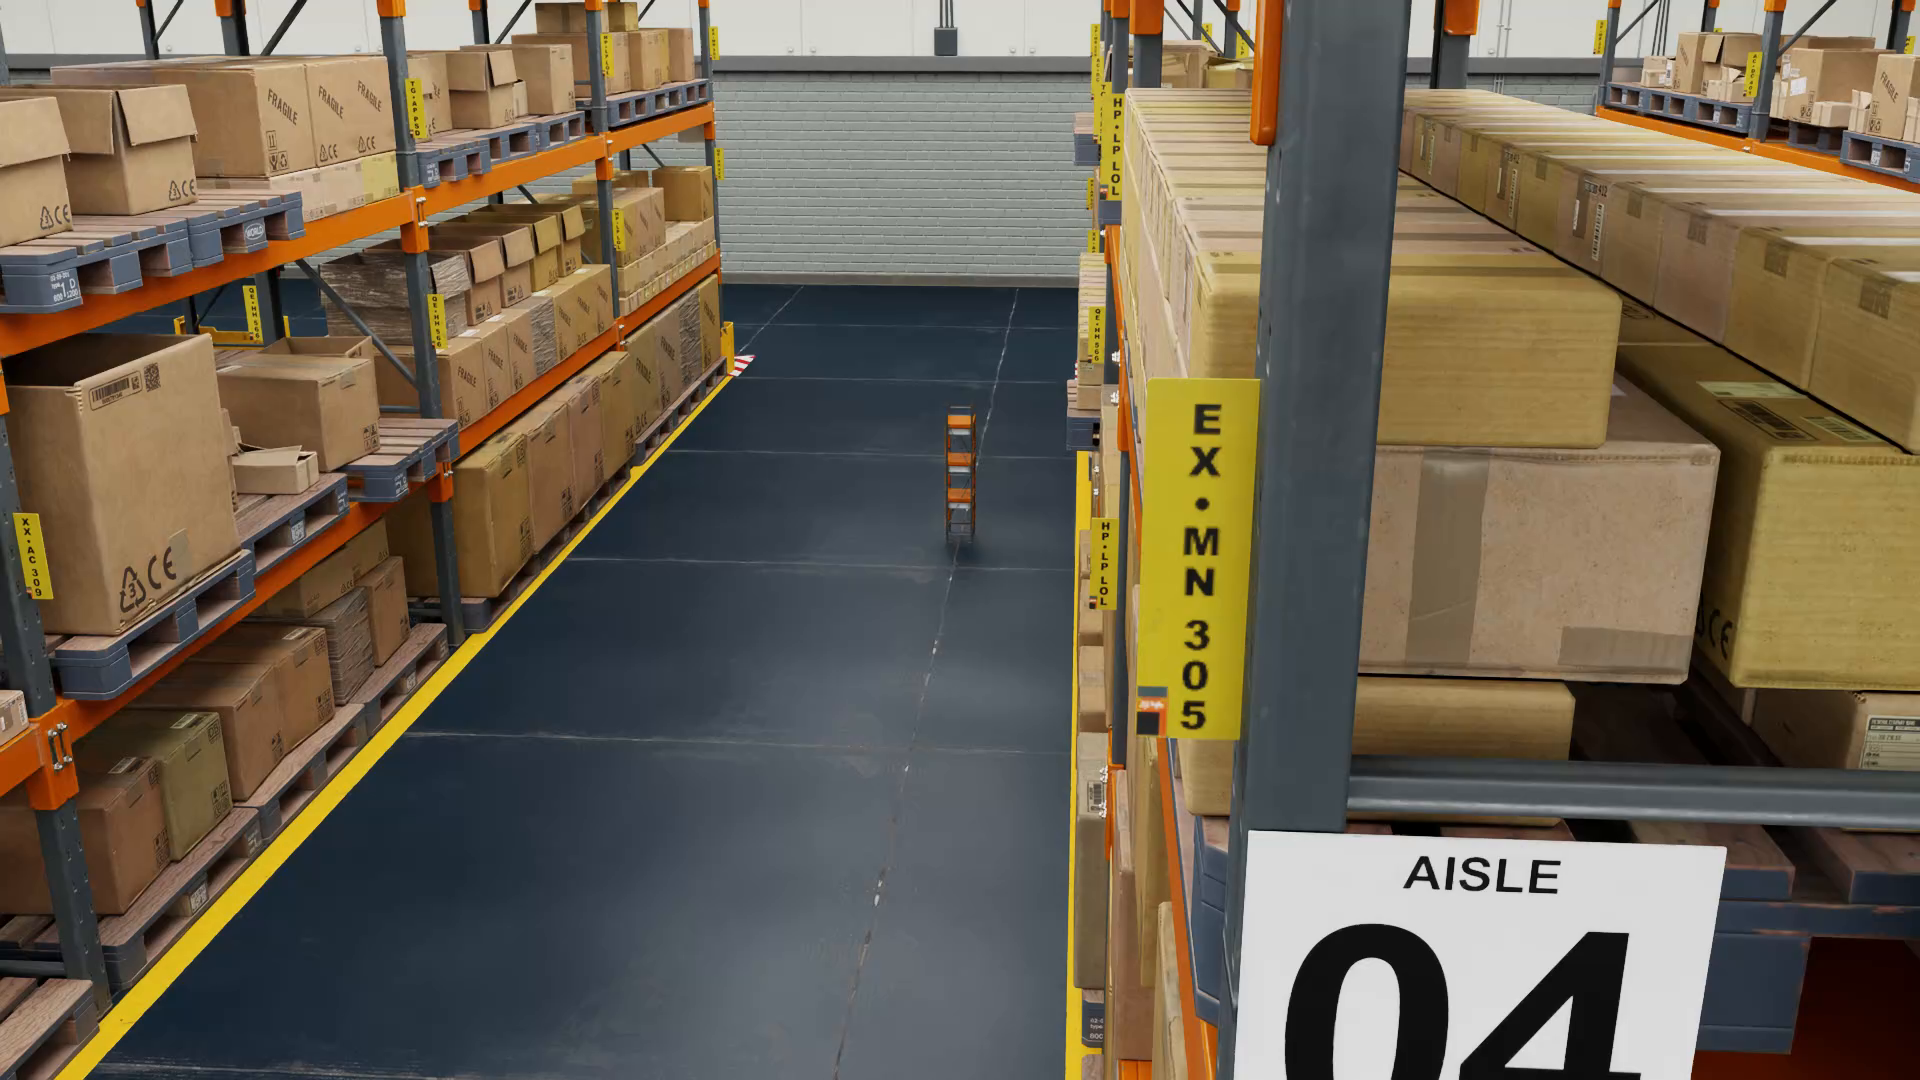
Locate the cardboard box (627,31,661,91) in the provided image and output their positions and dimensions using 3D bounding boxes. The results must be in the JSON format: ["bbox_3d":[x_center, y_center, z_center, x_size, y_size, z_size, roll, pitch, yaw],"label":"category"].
[{"bbox_3d":[-3.116,-4.313,14.957,0.700,0.500,0.500,2,18,6],"label":"cardboard box"}]

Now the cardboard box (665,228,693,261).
[{"bbox_3d":[-2.890,-2.863,16.107,0.500,0.250,0.500,1,18,2],"label":"cardboard box"}]

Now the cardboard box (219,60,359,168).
[{"bbox_3d":[-3.431,-2.178,8.472,0.500,0.500,0.500,1,18,4],"label":"cardboard box"}]

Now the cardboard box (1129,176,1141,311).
[{"bbox_3d":[0.648,-0.680,3.791,0.500,0.250,0.500,1,18,3],"label":"cardboard box"}]

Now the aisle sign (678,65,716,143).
[{"bbox_3d":[-2.743,-4.516,17.214,0.394,0.787,0.004,1,18,4],"label":"aisle sign"}]

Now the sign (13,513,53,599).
[{"bbox_3d":[-3.366,0.060,6.032,0.100,0.325,0.005,1,18,4],"label":"sign"}]

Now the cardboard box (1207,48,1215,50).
[{"bbox_3d":[1.947,-3.990,13.762,0.380,0.149,0.250,1,18,2],"label":"cardboard box"}]

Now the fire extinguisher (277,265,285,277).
[{"bbox_3d":[-7.523,-3.199,18.090,0.296,0.674,0.183,1,18,4],"label":"fire extinguisher"}]

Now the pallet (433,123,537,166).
[{"bbox_3d":[-3.550,-2.665,11.225,1.003,0.211,1.213,2,18,6],"label":"pallet"}]

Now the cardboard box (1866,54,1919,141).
[{"bbox_3d":[6.101,-2.786,10.455,0.500,0.500,0.500,1,18,4],"label":"cardboard box"}]

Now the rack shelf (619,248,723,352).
[{"bbox_3d":[-3.190,-2.302,15.787,1.077,0.370,4.000,1,18,4],"label":"rack shelf"}]

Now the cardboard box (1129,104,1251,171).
[{"bbox_3d":[0.614,-0.986,4.086,0.380,0.149,0.250,1,18,3],"label":"cardboard box"}]

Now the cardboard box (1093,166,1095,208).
[{"bbox_3d":[1.506,-3.336,15.542,0.500,0.500,0.500,1,18,3],"label":"cardboard box"}]

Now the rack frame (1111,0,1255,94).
[{"bbox_3d":[1.319,-3.489,8.620,1.000,3.000,0.127,1,18,4],"label":"rack frame"}]

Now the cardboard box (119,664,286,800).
[{"bbox_3d":[-3.749,0.929,8.079,0.700,0.500,0.500,0,18,-1],"label":"cardboard box"}]

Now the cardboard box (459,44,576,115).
[{"bbox_3d":[-3.365,-3.515,12.681,0.700,0.500,0.500,2,18,5],"label":"cardboard box"}]

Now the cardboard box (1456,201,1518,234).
[{"bbox_3d":[1.144,-0.511,3.276,0.500,0.250,0.500,1,18,4],"label":"cardboard box"}]

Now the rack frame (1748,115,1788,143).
[{"bbox_3d":[6.551,-1.802,13.104,1.000,3.000,0.127,1,18,4],"label":"rack frame"}]

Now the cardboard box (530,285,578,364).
[{"bbox_3d":[-3.168,-1.603,12.338,0.500,0.500,0.500,1,18,3],"label":"cardboard box"}]

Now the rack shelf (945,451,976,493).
[{"bbox_3d":[0.004,-0.505,12.314,0.215,0.259,0.240,1,18,4],"label":"rack shelf"}]

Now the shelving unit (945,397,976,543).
[{"bbox_3d":[0.004,-0.516,12.310,0.215,1.050,0.252,1,18,4],"label":"shelving unit"}]

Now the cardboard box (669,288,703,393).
[{"bbox_3d":[-3.078,-1.972,16.362,0.875,0.875,0.875,1,18,4],"label":"cardboard box"}]

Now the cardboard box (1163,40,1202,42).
[{"bbox_3d":[2.162,-4.795,16.218,0.380,0.149,0.250,1,18,3],"label":"cardboard box"}]

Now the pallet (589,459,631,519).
[{"bbox_3d":[-3.314,-0.457,13.477,1.003,0.211,1.213,1,18,4],"label":"pallet"}]

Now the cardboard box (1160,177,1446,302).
[{"bbox_3d":[0.486,-0.436,2.406,0.380,0.149,0.250,2,18,5],"label":"cardboard box"}]

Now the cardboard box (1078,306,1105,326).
[{"bbox_3d":[0.952,-1.406,10.671,0.380,0.149,0.250,2,18,6],"label":"cardboard box"}]

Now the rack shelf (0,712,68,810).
[{"bbox_3d":[-4.051,1.425,4.413,1.077,0.370,4.000,1,18,4],"label":"rack shelf"}]

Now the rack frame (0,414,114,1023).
[{"bbox_3d":[-3.907,0.462,6.197,1.000,3.000,0.127,1,18,4],"label":"rack frame"}]

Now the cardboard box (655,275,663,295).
[{"bbox_3d":[-2.909,-2.313,15.067,0.380,0.149,0.250,1,18,3],"label":"cardboard box"}]

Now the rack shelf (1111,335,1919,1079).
[{"bbox_3d":[0.889,0.141,3.512,1.077,0.370,4.000,1,18,4],"label":"rack shelf"}]

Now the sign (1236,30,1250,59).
[{"bbox_3d":[2.160,-3.728,12.702,0.100,0.325,0.005,1,18,4],"label":"sign"}]

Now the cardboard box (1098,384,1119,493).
[{"bbox_3d":[1.018,-0.553,9.132,0.500,0.500,0.500,1,18,5],"label":"cardboard box"}]

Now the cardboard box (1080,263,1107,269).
[{"bbox_3d":[1.084,-1.965,12.377,0.380,0.149,0.250,1,18,4],"label":"cardboard box"}]

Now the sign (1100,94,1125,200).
[{"bbox_3d":[0.491,-1.226,5.194,0.100,0.325,0.005,1,18,4],"label":"sign"}]

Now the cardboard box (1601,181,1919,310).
[{"bbox_3d":[1.143,-0.418,2.353,0.380,0.149,0.250,1,18,4],"label":"cardboard box"}]

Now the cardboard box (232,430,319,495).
[{"bbox_3d":[-3.471,-0.392,8.345,0.396,0.266,0.258,1,18,2],"label":"cardboard box"}]

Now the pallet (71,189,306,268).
[{"bbox_3d":[-3.686,-1.386,7.320,1.213,0.211,1.003,1,18,4],"label":"pallet"}]

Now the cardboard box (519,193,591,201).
[{"bbox_3d":[-3.528,-2.754,14.568,0.500,0.500,0.500,1,18,4],"label":"cardboard box"}]

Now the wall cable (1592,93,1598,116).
[{"bbox_3d":[8.634,-5.251,21.998,0.588,1.984,0.122,1,18,4],"label":"wall cable"}]

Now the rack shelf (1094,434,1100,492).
[{"bbox_3d":[1.463,-0.918,11.562,1.077,0.370,4.000,1,18,4],"label":"rack shelf"}]

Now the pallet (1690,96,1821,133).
[{"bbox_3d":[6.620,-3.439,13.426,1.003,0.211,1.213,1,18,4],"label":"pallet"}]

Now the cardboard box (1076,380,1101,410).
[{"bbox_3d":[0.896,-0.882,10.027,0.380,0.149,0.250,2,18,5],"label":"cardboard box"}]

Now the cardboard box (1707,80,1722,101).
[{"bbox_3d":[6.296,-3.642,13.473,0.380,0.149,0.250,2,18,5],"label":"cardboard box"}]

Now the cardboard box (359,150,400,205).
[{"bbox_3d":[-3.410,-1.982,9.077,0.500,0.250,0.500,1,18,4],"label":"cardboard box"}]

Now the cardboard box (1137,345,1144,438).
[{"bbox_3d":[0.542,-0.292,3.247,0.380,0.149,0.250,2,18,5],"label":"cardboard box"}]

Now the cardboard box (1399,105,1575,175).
[{"bbox_3d":[1.269,-0.973,4.047,0.380,0.149,0.250,2,18,5],"label":"cardboard box"}]

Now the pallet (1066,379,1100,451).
[{"bbox_3d":[1.264,-0.771,10.267,1.213,0.211,1.003,1,18,4],"label":"pallet"}]

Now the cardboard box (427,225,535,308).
[{"bbox_3d":[-3.461,-1.942,11.762,0.797,0.503,0.637,2,18,6],"label":"cardboard box"}]

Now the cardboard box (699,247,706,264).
[{"bbox_3d":[-2.780,-2.869,16.764,0.380,0.149,0.250,1,18,4],"label":"cardboard box"}]

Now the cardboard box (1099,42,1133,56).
[{"bbox_3d":[1.496,-4.572,15.539,0.380,0.149,0.250,2,18,5],"label":"cardboard box"}]

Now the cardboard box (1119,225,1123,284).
[{"bbox_3d":[0.667,-0.844,4.932,0.380,0.149,0.250,1,18,3],"label":"cardboard box"}]

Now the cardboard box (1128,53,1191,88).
[{"bbox_3d":[1.089,-2.607,9.354,0.396,0.266,0.258,1,18,4],"label":"cardboard box"}]

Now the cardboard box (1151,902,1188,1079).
[{"bbox_3d":[0.758,0.974,2.657,0.875,0.550,0.550,1,18,4],"label":"cardboard box"}]
